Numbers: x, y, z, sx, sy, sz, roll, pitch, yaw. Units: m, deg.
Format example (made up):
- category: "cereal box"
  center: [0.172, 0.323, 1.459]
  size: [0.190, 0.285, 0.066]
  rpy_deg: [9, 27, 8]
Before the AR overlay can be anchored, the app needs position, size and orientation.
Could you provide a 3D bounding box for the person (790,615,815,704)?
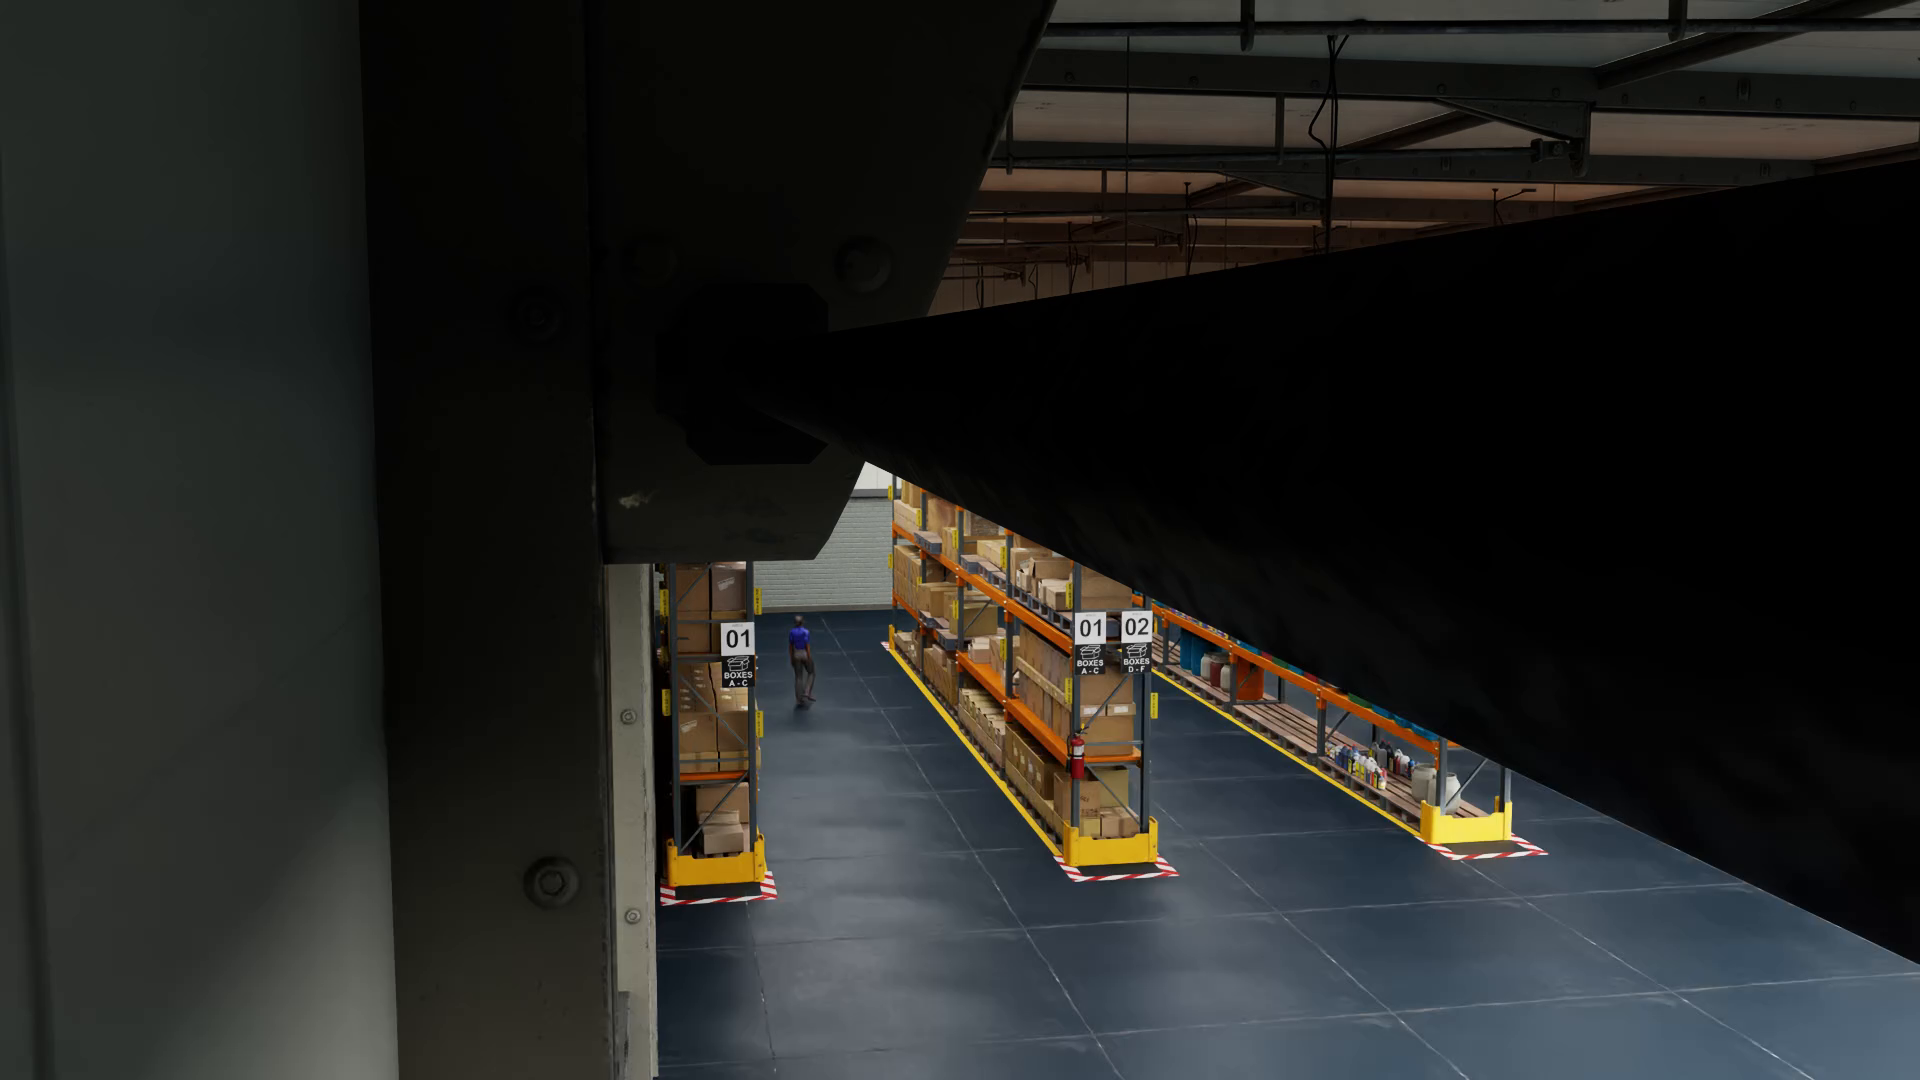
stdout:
- category: "person"
  center: [-2.911, 2.192, 30.654]
  size: [0.489, 1.640, 0.476]
  rpy_deg: [1, 6, 7]
